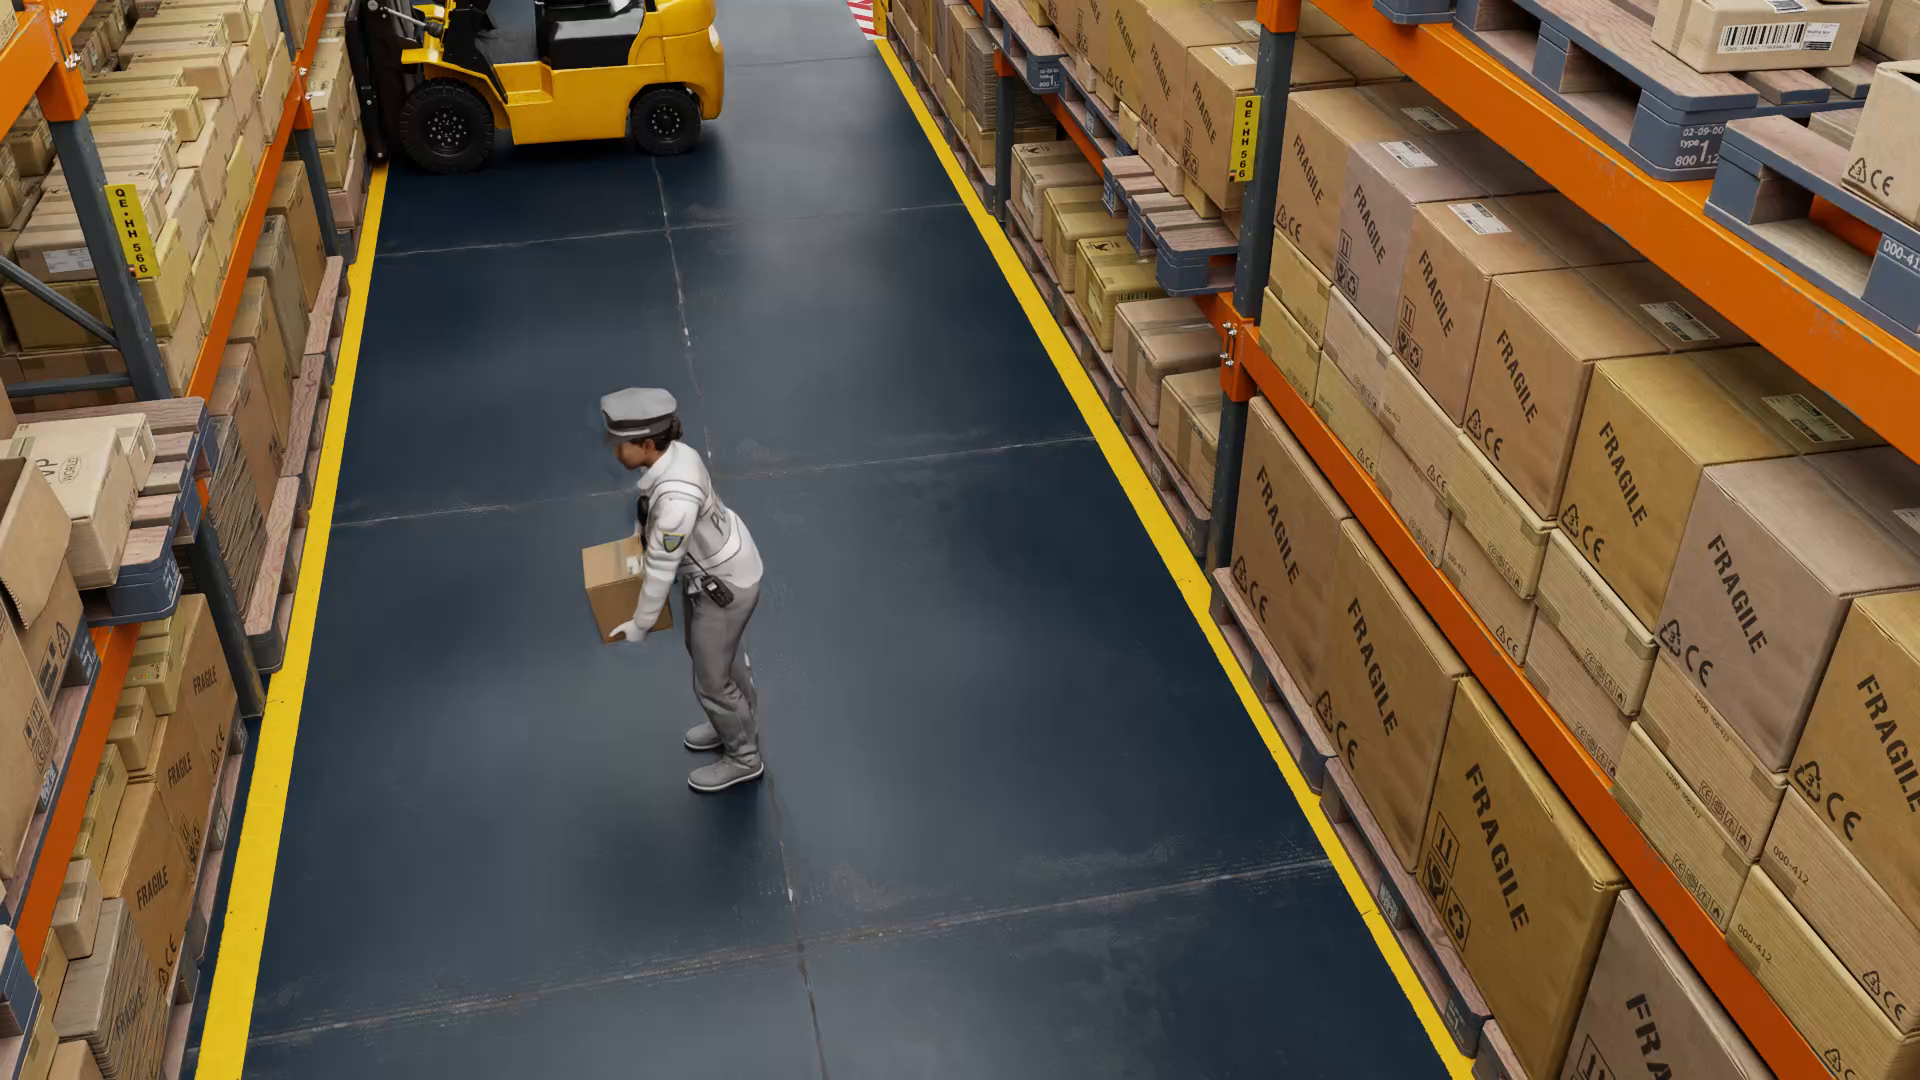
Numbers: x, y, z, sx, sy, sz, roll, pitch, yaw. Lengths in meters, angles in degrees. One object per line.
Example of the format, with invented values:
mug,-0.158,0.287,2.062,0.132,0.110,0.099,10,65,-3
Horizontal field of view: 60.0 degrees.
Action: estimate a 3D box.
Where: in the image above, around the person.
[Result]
person,-0.979,0.190,5.905,0.552,1.630,0.412,-8,35,-11
